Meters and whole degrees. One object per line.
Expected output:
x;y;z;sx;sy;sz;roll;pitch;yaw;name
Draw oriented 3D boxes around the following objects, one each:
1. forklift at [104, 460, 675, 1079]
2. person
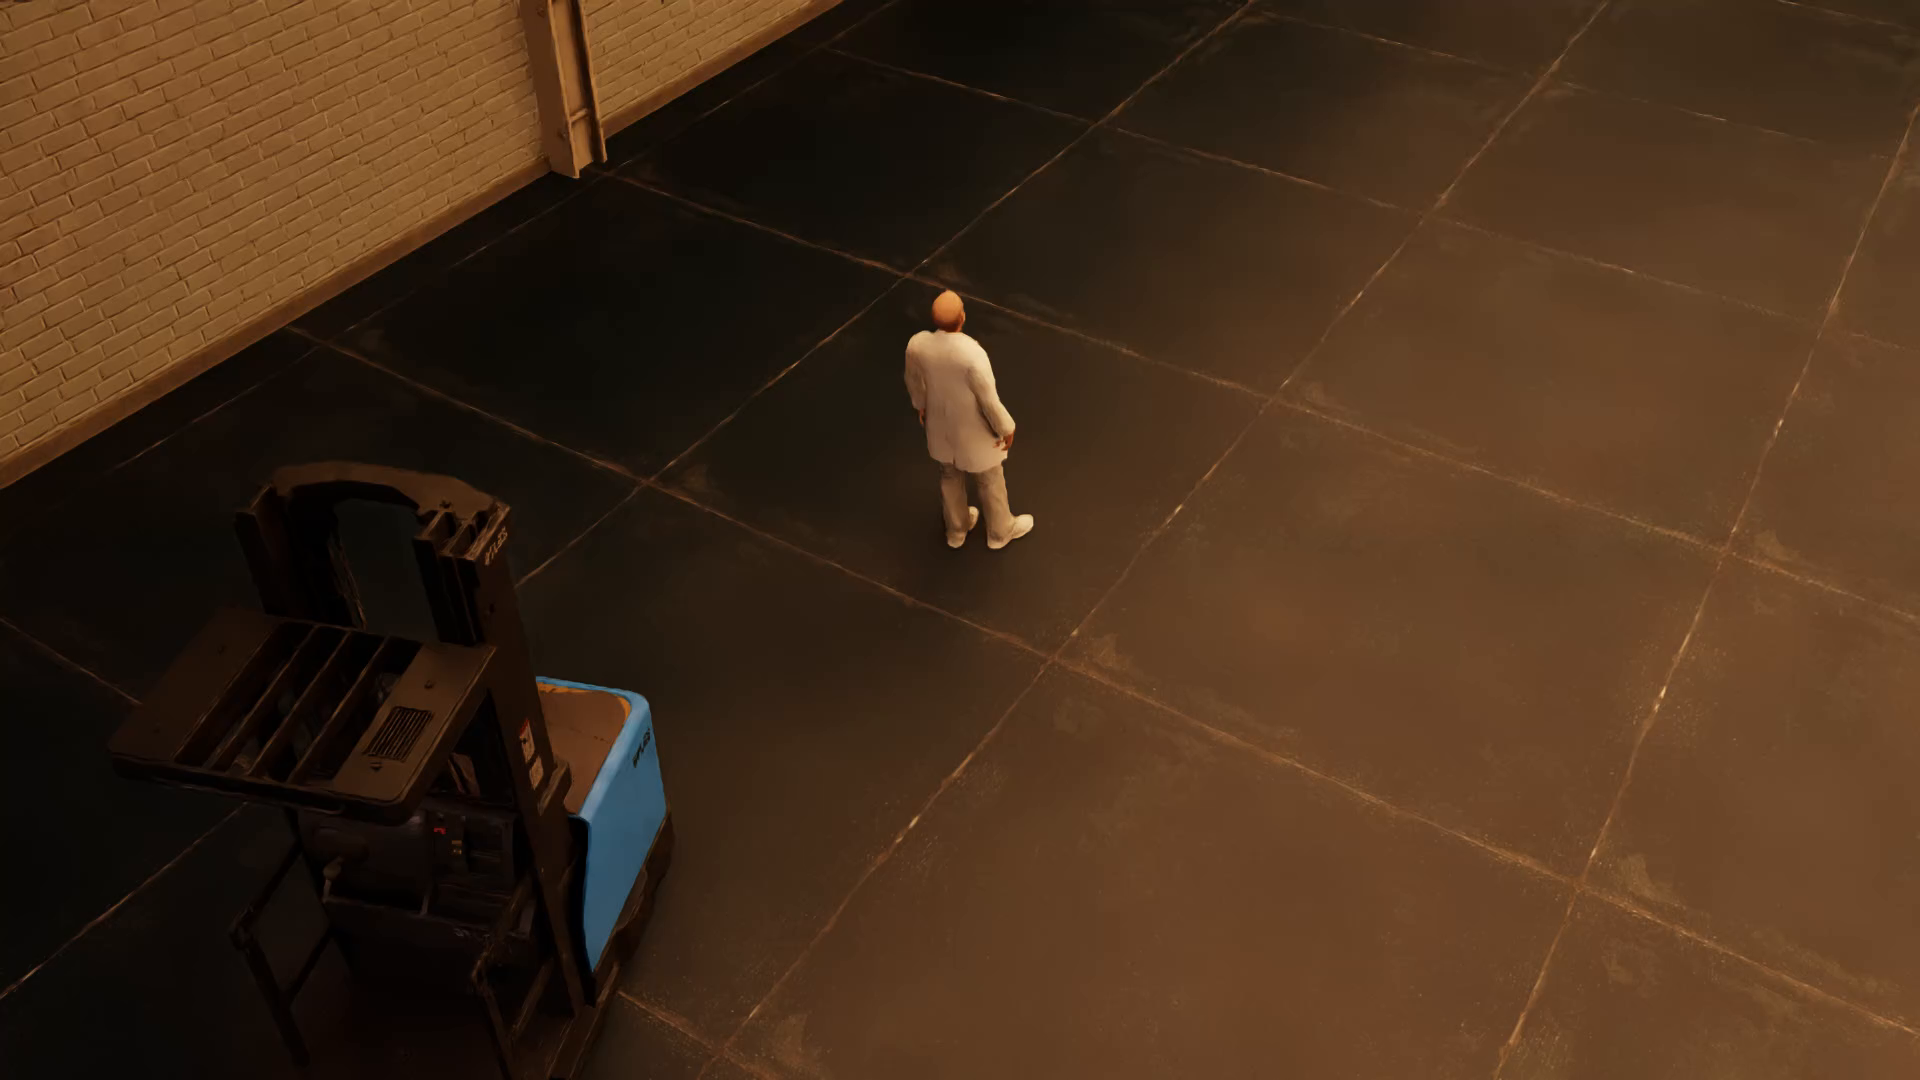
-2.246;1.279;6.458;1.130;2.935;3.031;8;41;9;forklift
0.054;-0.733;9.713;0.694;1.776;0.574;22;45;24;person
